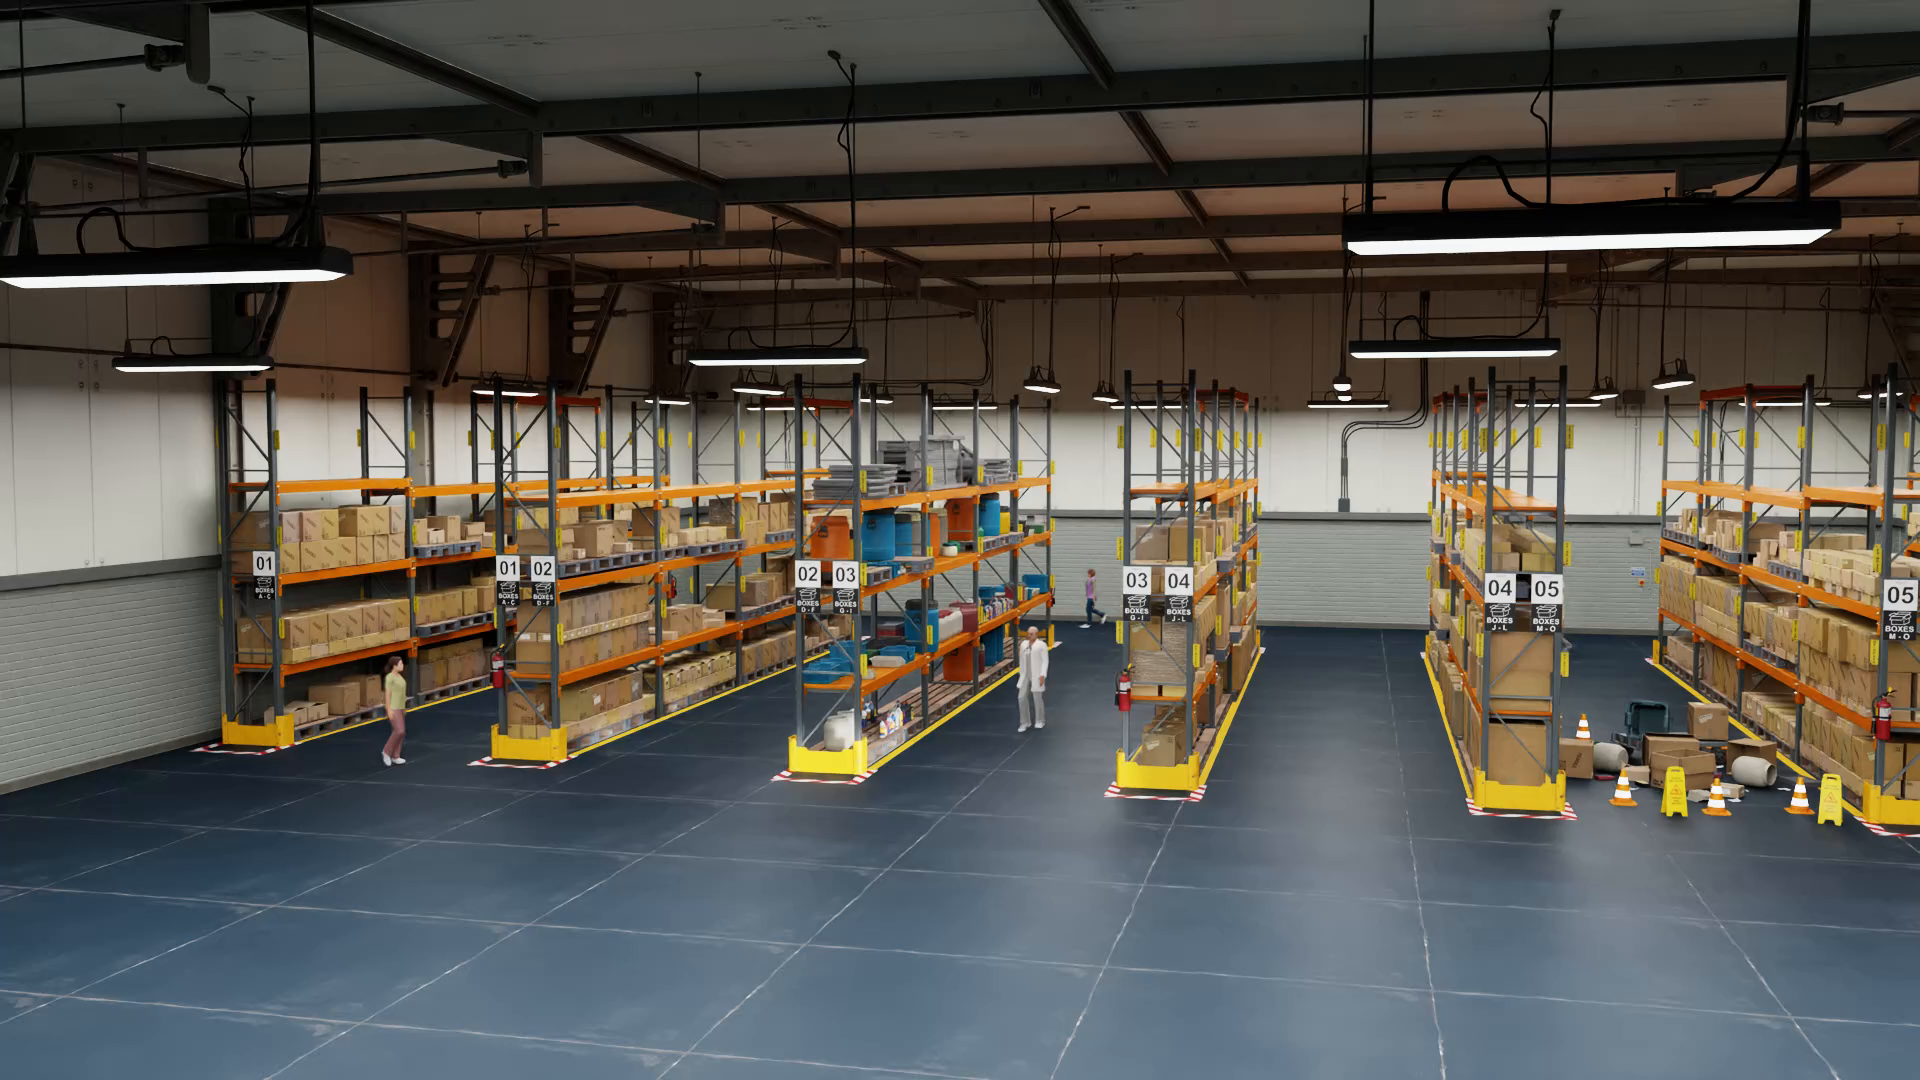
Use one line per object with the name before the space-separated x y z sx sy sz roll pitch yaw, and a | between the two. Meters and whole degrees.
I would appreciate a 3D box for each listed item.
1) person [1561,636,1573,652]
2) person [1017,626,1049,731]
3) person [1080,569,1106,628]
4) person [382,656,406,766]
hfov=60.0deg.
person | 13.737 1.812 38.649 0.999 1.738 0.524 1 4 14
person | 1.263 2.412 28.744 0.643 1.848 0.609 2 4 33
person | 3.566 1.547 44.342 0.711 1.583 0.434 0 3 -2
person | -8.671 2.617 25.579 0.423 1.669 0.467 1 4 13
